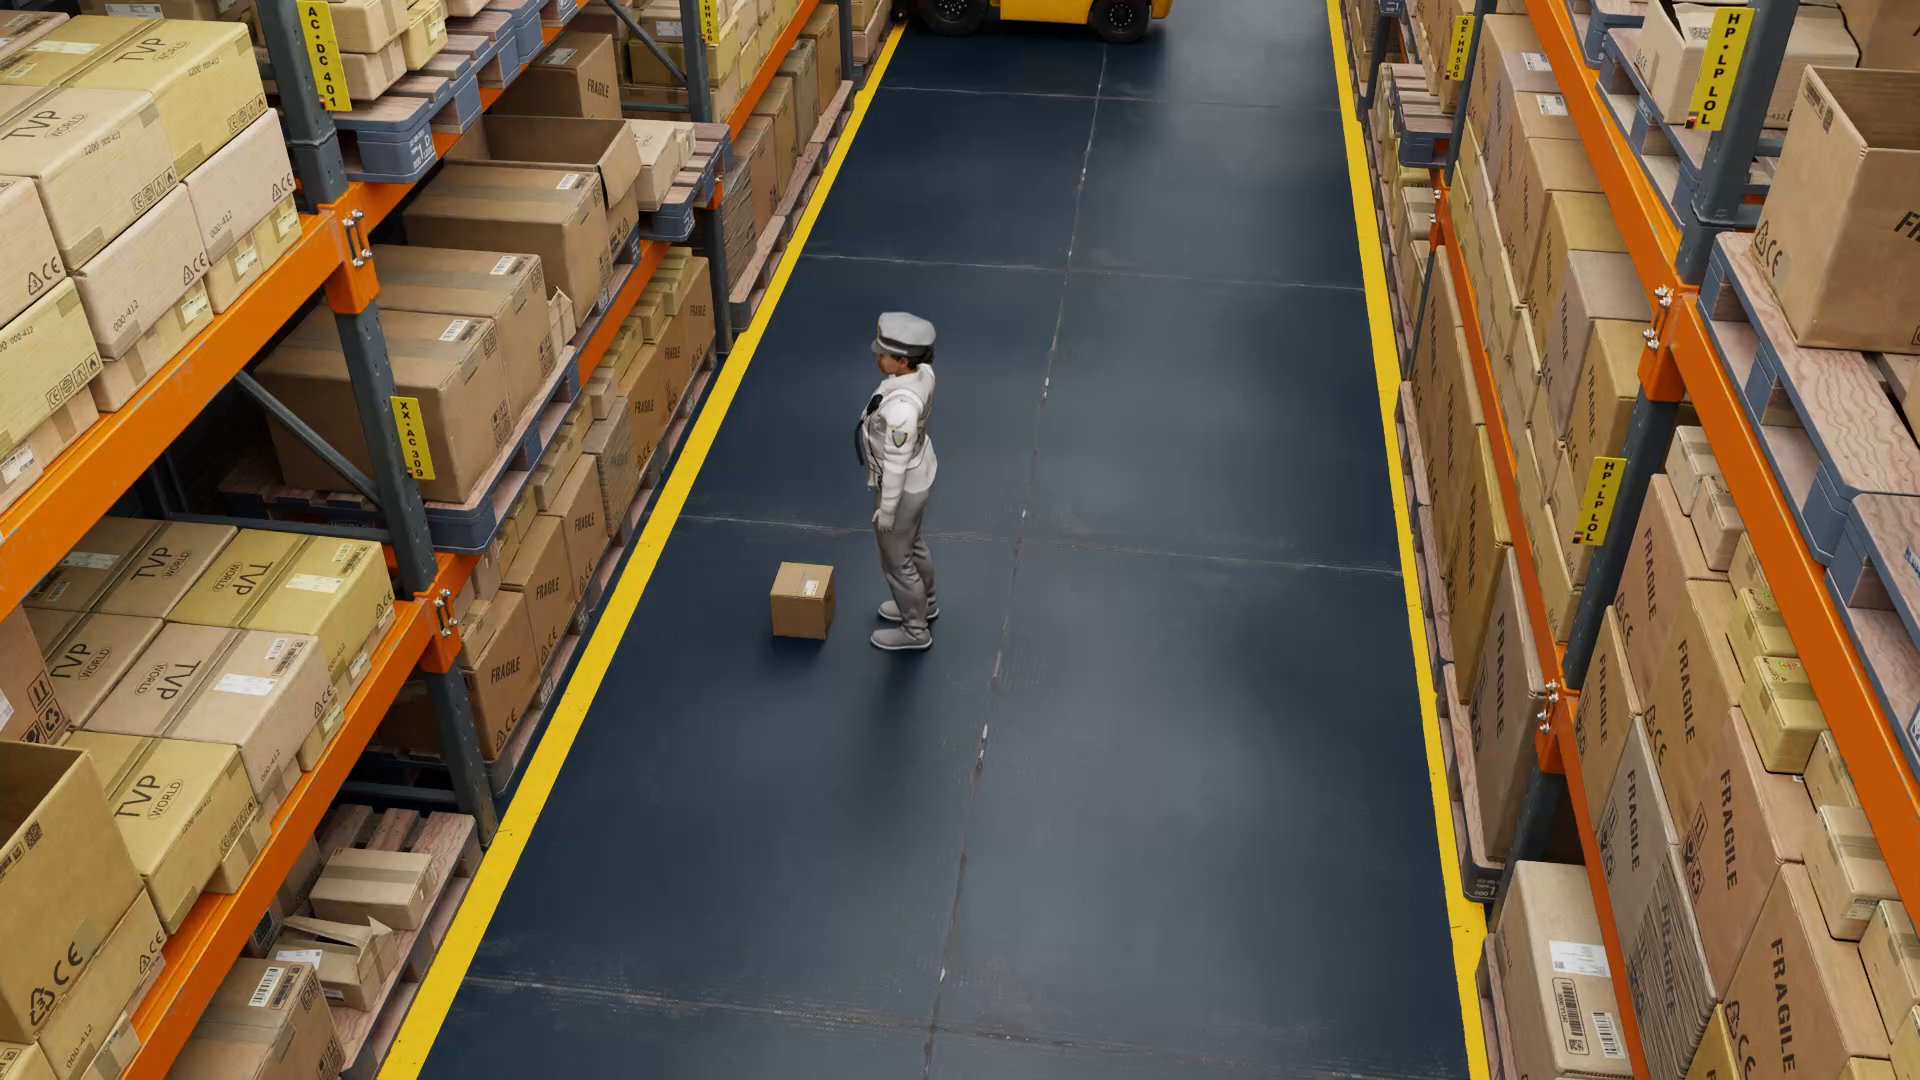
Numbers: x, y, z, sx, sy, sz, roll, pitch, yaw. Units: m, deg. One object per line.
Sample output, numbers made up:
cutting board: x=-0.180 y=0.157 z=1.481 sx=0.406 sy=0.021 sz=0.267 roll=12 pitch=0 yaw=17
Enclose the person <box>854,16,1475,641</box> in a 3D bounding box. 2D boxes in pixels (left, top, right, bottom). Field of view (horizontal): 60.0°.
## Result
person: x=3.278 y=-1.727 z=8.927 sx=6.693 sy=2.202 sz=5.749 roll=5 pitch=37 yaw=7
